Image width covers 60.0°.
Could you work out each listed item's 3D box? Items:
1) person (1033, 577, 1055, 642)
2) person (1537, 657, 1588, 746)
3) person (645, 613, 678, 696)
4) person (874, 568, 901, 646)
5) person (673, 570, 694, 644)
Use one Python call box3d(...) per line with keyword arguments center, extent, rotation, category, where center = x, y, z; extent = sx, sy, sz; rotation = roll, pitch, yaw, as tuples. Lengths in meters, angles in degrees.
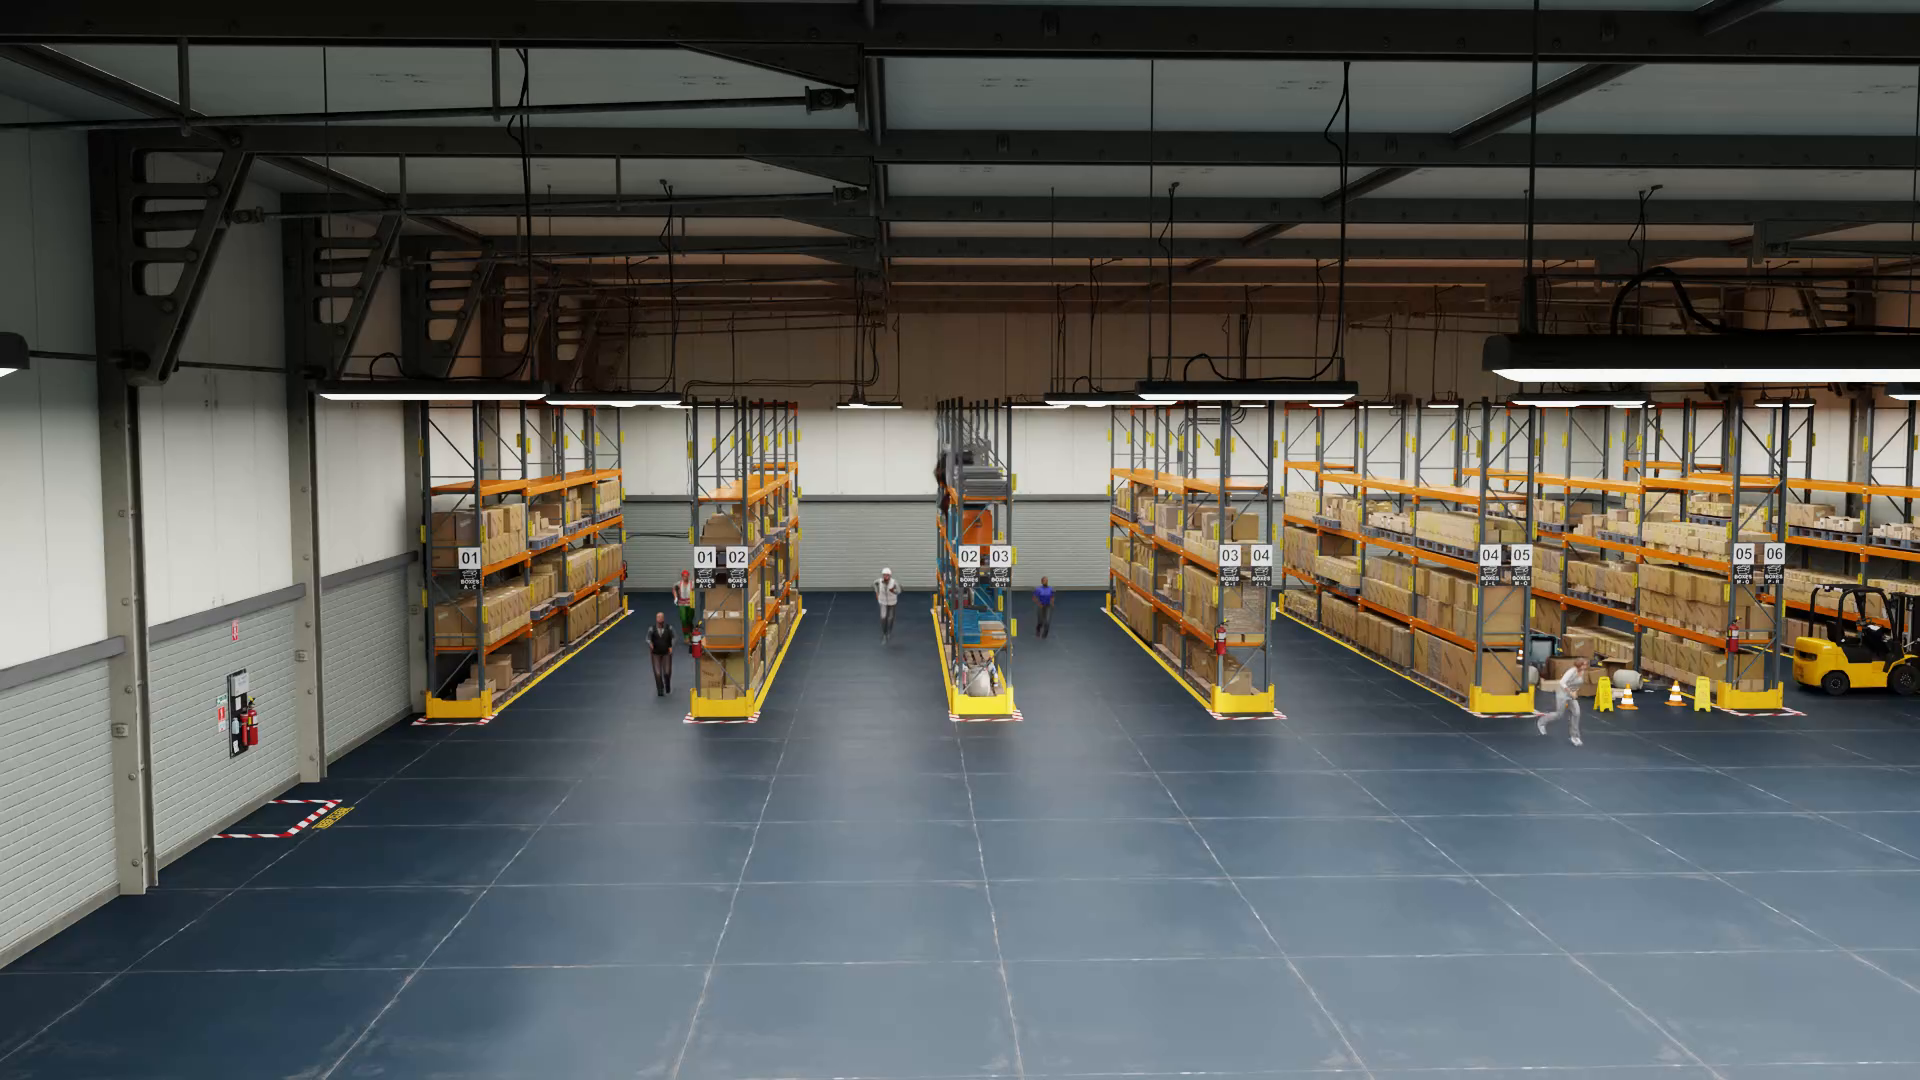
box3d(center=(2.103, 1.715, 41.497), extent=(0.563, 1.609, 0.589), rotation=(-1, 5, -12), category="person")
box3d(center=(10.434, 2.756, 28.822), extent=(0.572, 1.547, 0.916), rotation=(-4, 6, -41), category="person")
box3d(center=(-5.993, 2.302, 33.375), extent=(0.651, 1.673, 0.586), rotation=(-1, 4, -7), category="person")
box3d(center=(-1.723, 1.563, 39.489), extent=(0.649, 1.840, 0.904), rotation=(0, 4, -3), category="person")
box3d(center=(-6.790, 1.594, 41.254), extent=(0.663, 1.705, 0.789), rotation=(0, 4, -6), category="person")
